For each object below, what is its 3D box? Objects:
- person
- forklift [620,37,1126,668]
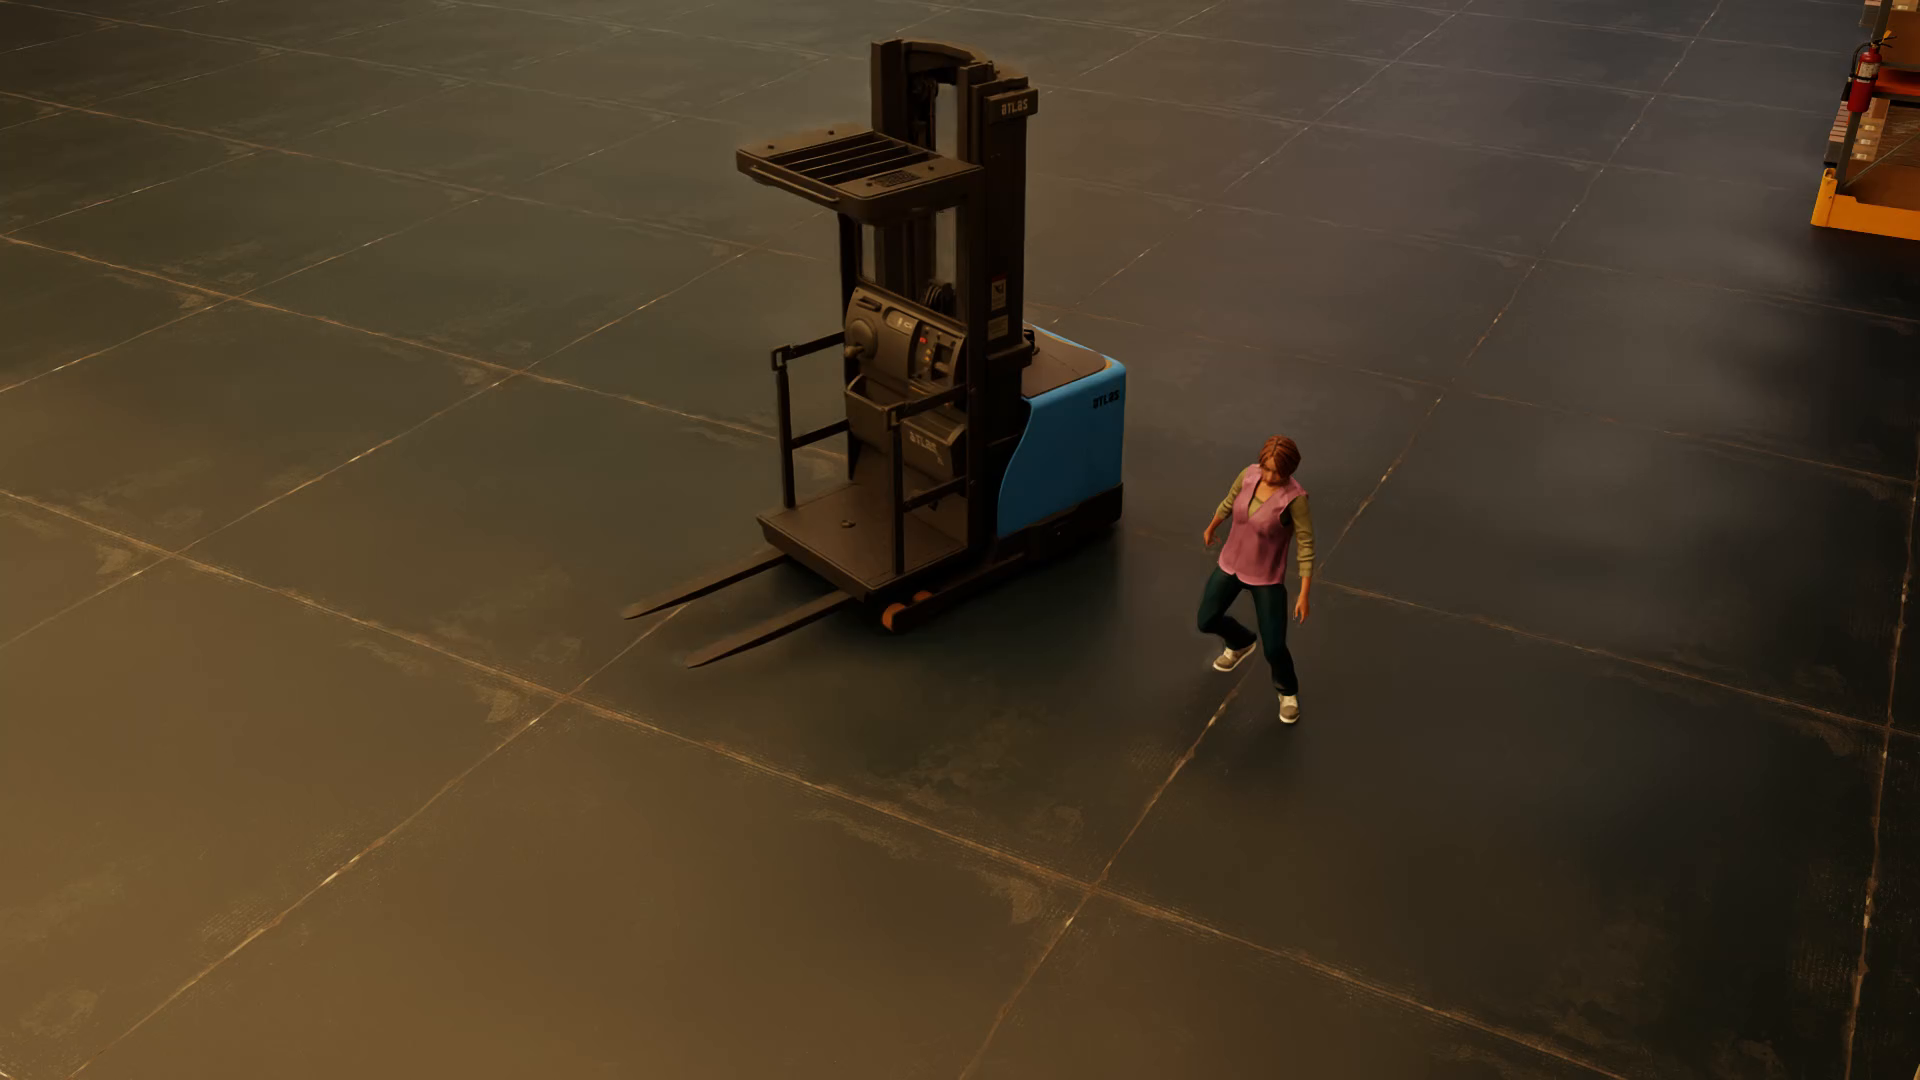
[{"bbox_3d":[1.479,0.122,8.282,0.447,1.520,0.745,-24,38,-35],"label":"person"},{"bbox_3d":[-0.461,-1.054,8.896,3.031,2.935,1.130,-24,38,-35],"label":"forklift"}]
